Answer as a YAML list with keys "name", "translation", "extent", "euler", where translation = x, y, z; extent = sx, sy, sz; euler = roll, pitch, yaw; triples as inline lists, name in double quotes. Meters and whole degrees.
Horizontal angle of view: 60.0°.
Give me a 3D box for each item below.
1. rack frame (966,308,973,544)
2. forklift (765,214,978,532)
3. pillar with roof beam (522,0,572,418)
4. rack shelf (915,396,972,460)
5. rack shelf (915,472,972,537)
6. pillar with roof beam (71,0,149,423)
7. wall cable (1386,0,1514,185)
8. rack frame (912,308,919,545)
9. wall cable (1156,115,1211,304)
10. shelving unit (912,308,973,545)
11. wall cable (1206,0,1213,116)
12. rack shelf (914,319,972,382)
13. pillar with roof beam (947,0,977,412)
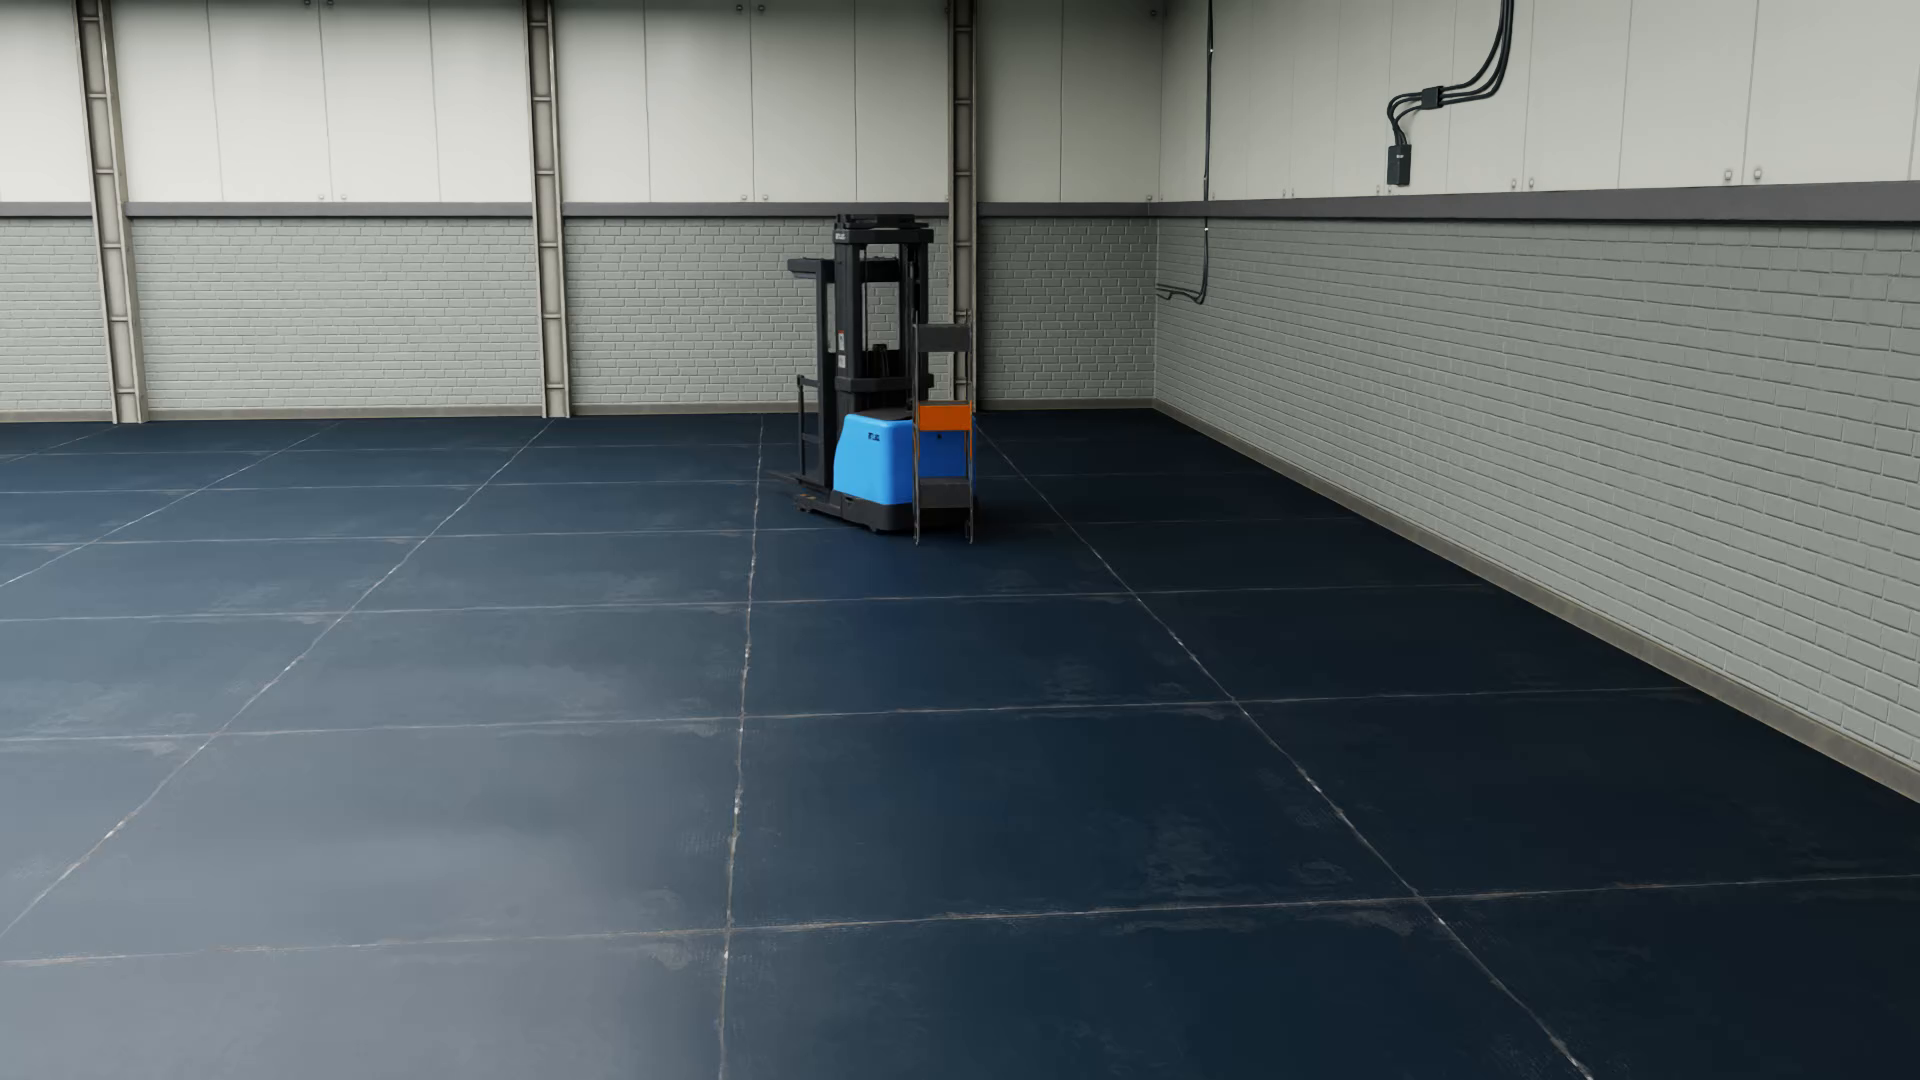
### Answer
- name: "rack frame"
  translation: [0.084, -1.033, 15.052]
  extent: [0.015, 2.100, 0.400]
  euler: [-1, 11, -7]
- name: "forklift"
  translation: [-1.024, -1.748, 16.544]
  extent: [1.130, 2.935, 3.031]
  euler: [-7, 13, -31]
- name: "pillar with roof beam"
  translation: [-5.468, -5.411, 19.446]
  extent: [0.400, 9.000, 9.100]
  euler: [-1, 11, -6]
- name: "rack shelf"
  translation: [-0.158, -1.013, 15.027]
  extent: [0.480, 0.518, 0.431]
  euler: [-1, 11, -7]
- name: "rack shelf"
  translation: [-0.157, -0.326, 15.160]
  extent: [0.480, 0.518, 0.431]
  euler: [-1, 11, -7]
- name: "pillar with roof beam"
  translation: [-11.433, -5.286, 18.810]
  extent: [0.400, 9.000, 9.100]
  euler: [-1, 11, -6]
- name: "wall cable"
  translation: [4.113, -6.017, 13.713]
  extent: [0.169, 6.003, 2.305]
  euler: [-1, 11, -6]
- name: "rack frame"
  translation: [-0.401, -1.021, 14.996]
  extent: [0.015, 2.100, 0.400]
  euler: [-1, 11, -7]
- name: "wall cable"
  translation: [3.104, -4.646, 23.603]
  extent: [0.112, 2.526, 3.097]
  euler: [-1, 11, -6]
- name: "shelving unit"
  translation: [-0.159, -1.027, 15.024]
  extent: [0.503, 2.100, 0.431]
  euler: [-1, 11, -7]
- name: "wall cable"
  translation: [3.396, -6.605, 20.477]
  extent: [0.112, 2.526, 3.097]
  euler: [-1, 11, -6]
- name: "rack shelf"
  translation: [-0.160, -1.700, 14.893]
  extent: [0.480, 0.518, 0.431]
  euler: [-1, 11, -7]
- name: "pillar with roof beam"
  translation: [0.497, -5.536, 20.082]
  extent: [0.400, 9.000, 9.100]
  euler: [-1, 11, -6]
